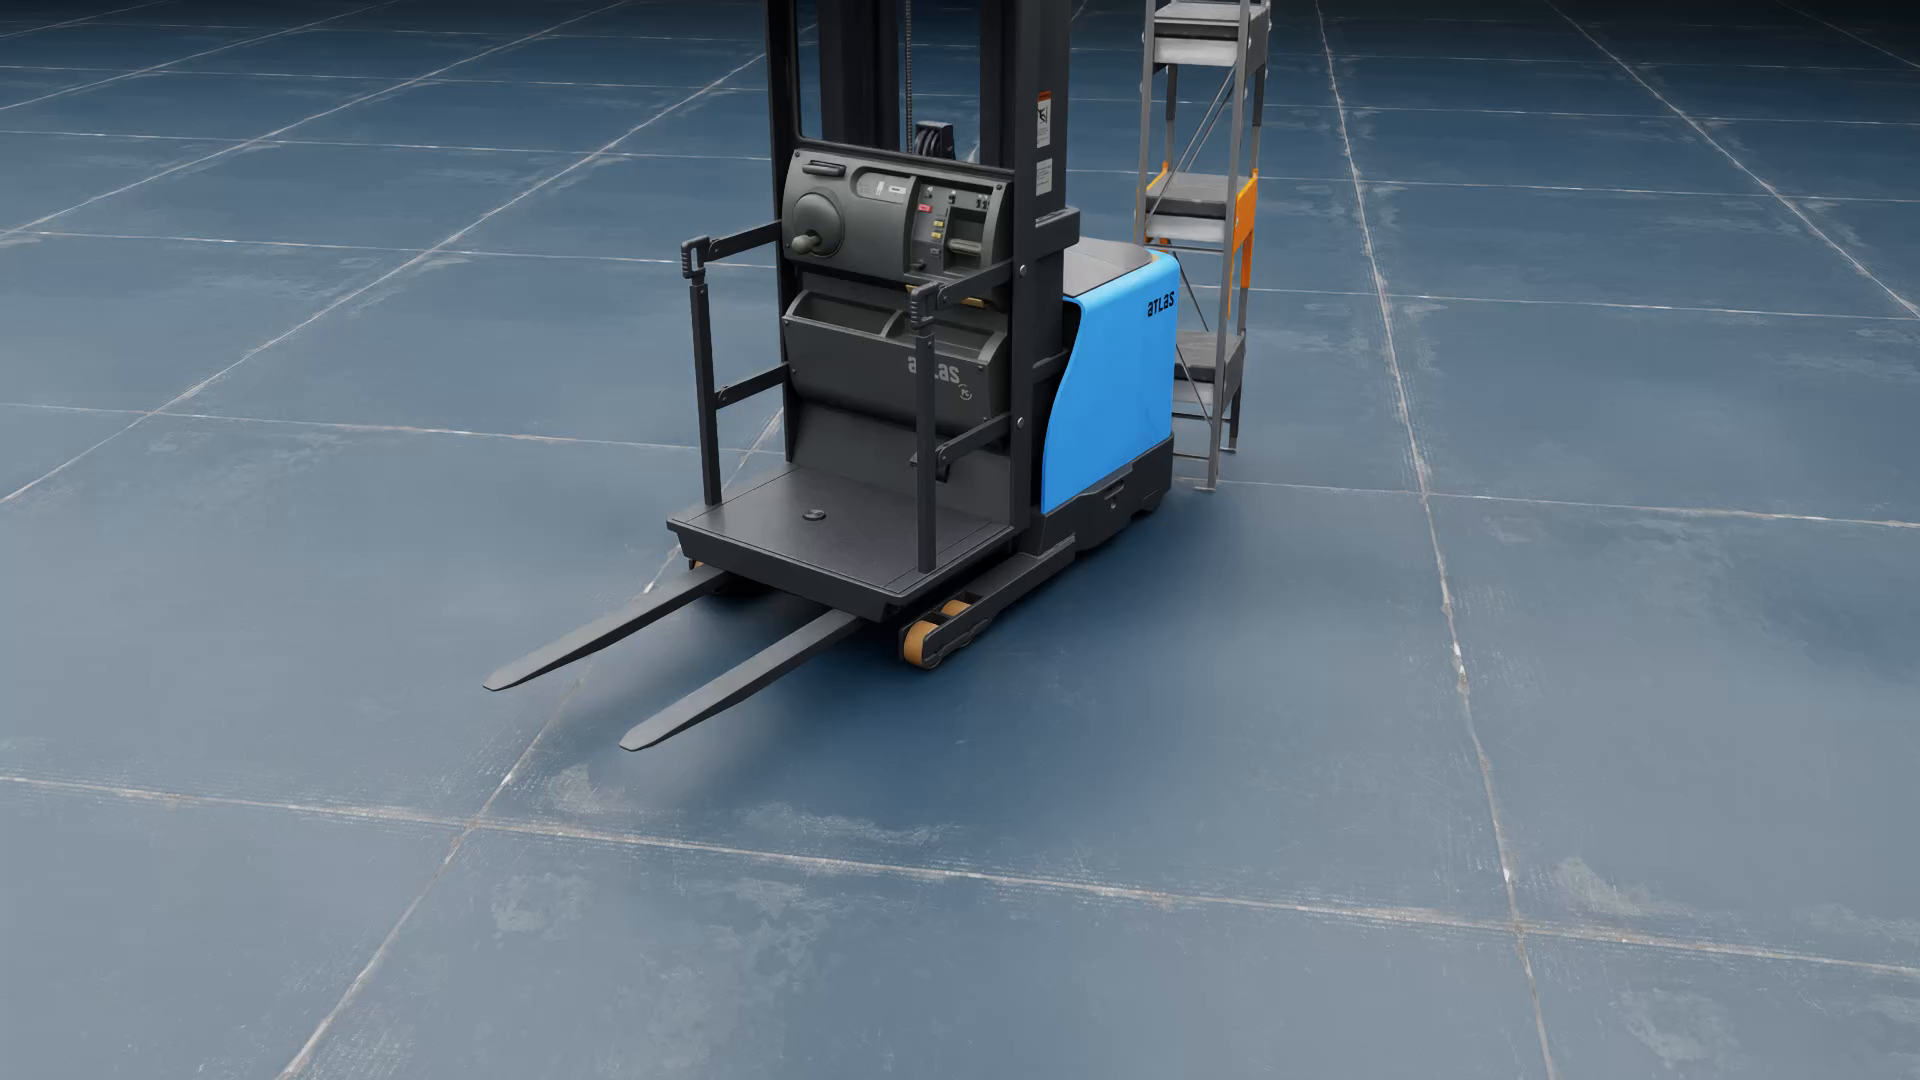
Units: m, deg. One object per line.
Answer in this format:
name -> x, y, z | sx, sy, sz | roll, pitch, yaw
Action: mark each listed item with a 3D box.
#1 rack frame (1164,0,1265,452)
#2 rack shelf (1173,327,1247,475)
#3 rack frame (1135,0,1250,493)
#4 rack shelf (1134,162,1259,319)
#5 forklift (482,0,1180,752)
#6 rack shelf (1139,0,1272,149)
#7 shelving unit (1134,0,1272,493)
rack frame -> 1.073, -1.382, 7.225 | 0.400, 2.100, 0.015 | 8, 26, 17
rack shelf -> 0.994, -0.638, 7.319 | 0.431, 0.518, 0.480 | 8, 26, 17
rack frame -> 0.914, -1.186, 6.807 | 0.400, 2.100, 0.015 | 8, 26, 17
rack shelf -> 0.994, -1.272, 7.022 | 0.431, 0.518, 0.480 | 8, 26, 17
forklift -> -0.363, -1.110, 5.664 | 1.130, 2.935, 3.031 | 17, 30, 32
rack shelf -> 0.994, -1.906, 6.725 | 0.431, 0.518, 0.480 | 8, 26, 17
shelving unit -> 0.994, -1.284, 7.016 | 0.431, 2.100, 0.503 | 8, 26, 17
